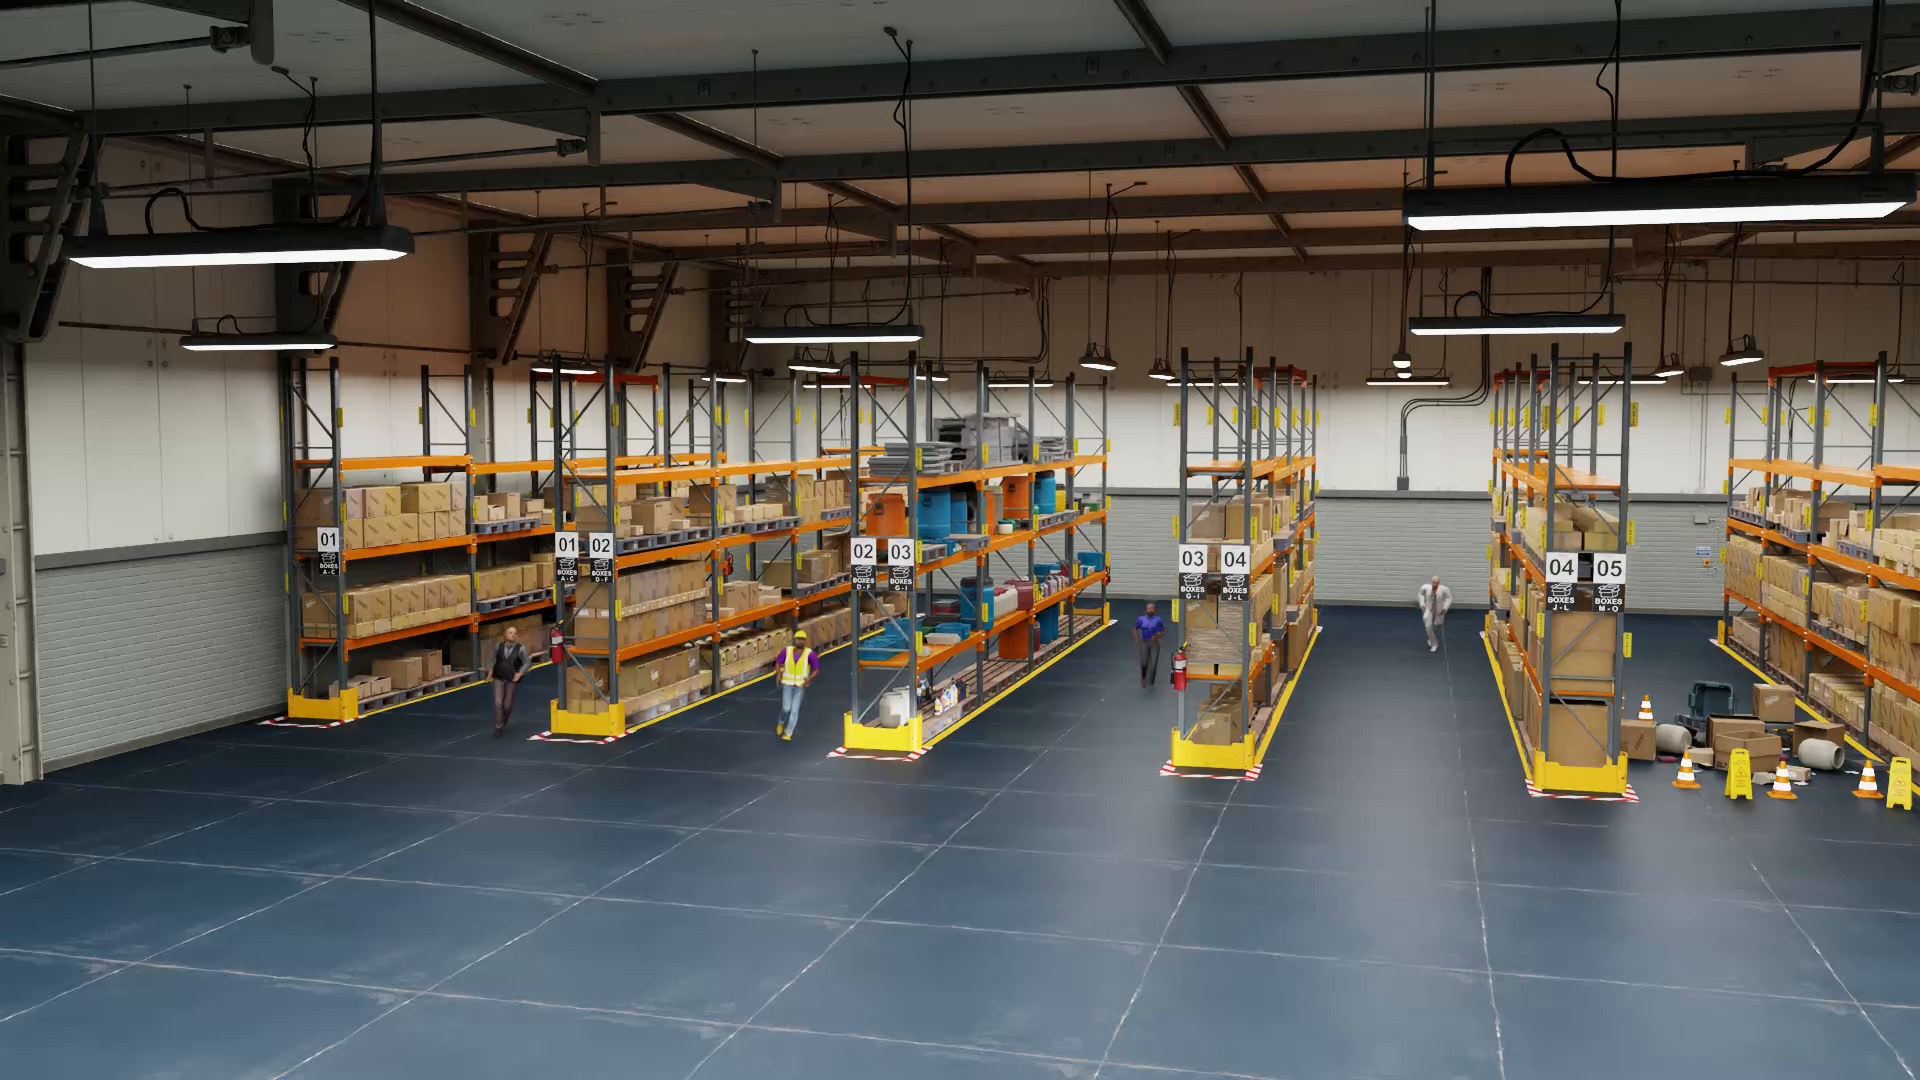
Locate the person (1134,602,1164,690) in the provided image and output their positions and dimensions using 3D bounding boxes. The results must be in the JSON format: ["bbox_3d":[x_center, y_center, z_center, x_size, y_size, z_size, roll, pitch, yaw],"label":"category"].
[{"bbox_3d":[3.456,1.954,30.397,0.560,1.617,0.592,0,4,5],"label":"person"}]

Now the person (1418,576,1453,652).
[{"bbox_3d":[10.292,1.578,35.992,0.717,1.674,1.056,2,4,20],"label":"person"}]

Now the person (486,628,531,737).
[{"bbox_3d":[-7.165,2.235,26.395,0.698,1.696,0.684,-1,4,-9],"label":"person"}]

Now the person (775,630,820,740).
[{"bbox_3d":[-2.525,2.260,25.820,0.702,1.722,0.534,0,4,-4],"label":"person"}]
